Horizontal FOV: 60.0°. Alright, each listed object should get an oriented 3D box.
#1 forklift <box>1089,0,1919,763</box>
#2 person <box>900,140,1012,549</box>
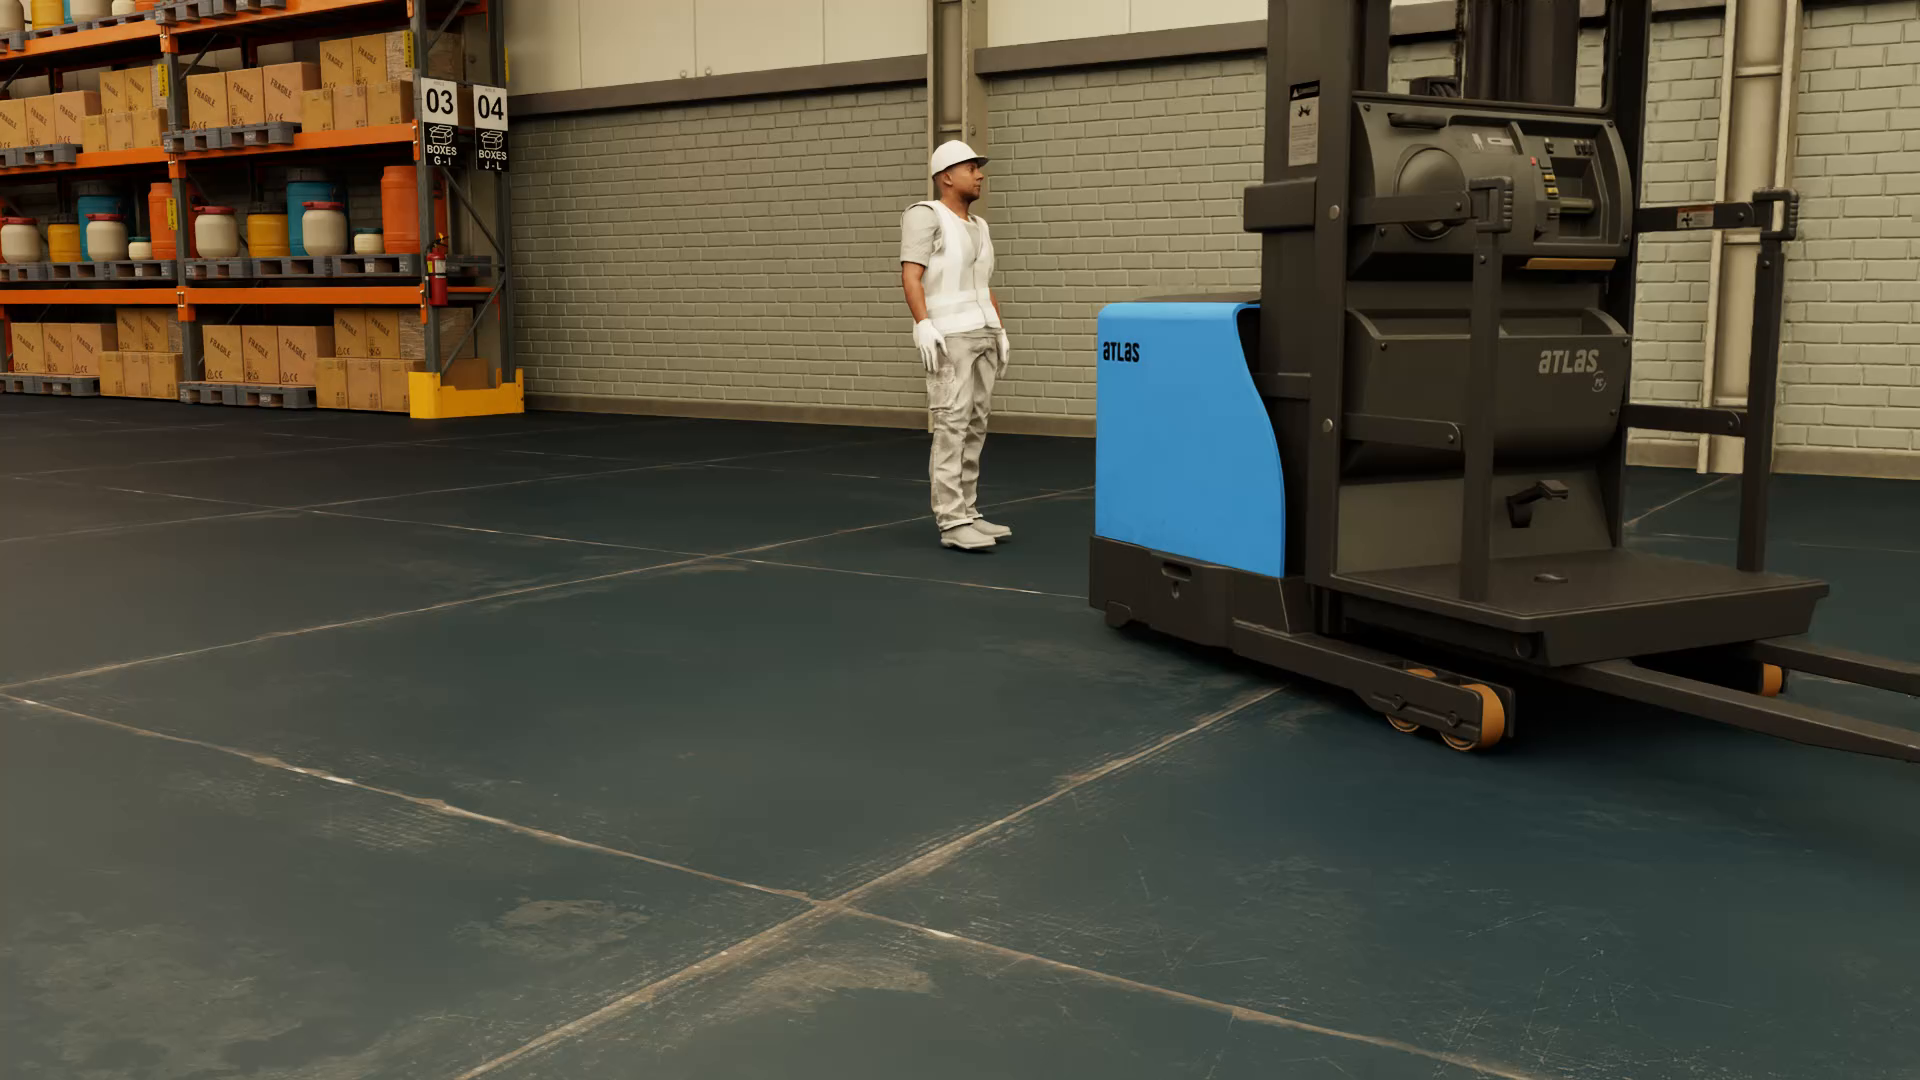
[{"bbox_3d":[1.553,-1.012,4.306,1.130,2.935,3.031,-4,9,-27],"label":"forklift"},{"bbox_3d":[0.056,-0.883,7.430,0.575,1.785,0.657,5,10,34],"label":"person"}]
